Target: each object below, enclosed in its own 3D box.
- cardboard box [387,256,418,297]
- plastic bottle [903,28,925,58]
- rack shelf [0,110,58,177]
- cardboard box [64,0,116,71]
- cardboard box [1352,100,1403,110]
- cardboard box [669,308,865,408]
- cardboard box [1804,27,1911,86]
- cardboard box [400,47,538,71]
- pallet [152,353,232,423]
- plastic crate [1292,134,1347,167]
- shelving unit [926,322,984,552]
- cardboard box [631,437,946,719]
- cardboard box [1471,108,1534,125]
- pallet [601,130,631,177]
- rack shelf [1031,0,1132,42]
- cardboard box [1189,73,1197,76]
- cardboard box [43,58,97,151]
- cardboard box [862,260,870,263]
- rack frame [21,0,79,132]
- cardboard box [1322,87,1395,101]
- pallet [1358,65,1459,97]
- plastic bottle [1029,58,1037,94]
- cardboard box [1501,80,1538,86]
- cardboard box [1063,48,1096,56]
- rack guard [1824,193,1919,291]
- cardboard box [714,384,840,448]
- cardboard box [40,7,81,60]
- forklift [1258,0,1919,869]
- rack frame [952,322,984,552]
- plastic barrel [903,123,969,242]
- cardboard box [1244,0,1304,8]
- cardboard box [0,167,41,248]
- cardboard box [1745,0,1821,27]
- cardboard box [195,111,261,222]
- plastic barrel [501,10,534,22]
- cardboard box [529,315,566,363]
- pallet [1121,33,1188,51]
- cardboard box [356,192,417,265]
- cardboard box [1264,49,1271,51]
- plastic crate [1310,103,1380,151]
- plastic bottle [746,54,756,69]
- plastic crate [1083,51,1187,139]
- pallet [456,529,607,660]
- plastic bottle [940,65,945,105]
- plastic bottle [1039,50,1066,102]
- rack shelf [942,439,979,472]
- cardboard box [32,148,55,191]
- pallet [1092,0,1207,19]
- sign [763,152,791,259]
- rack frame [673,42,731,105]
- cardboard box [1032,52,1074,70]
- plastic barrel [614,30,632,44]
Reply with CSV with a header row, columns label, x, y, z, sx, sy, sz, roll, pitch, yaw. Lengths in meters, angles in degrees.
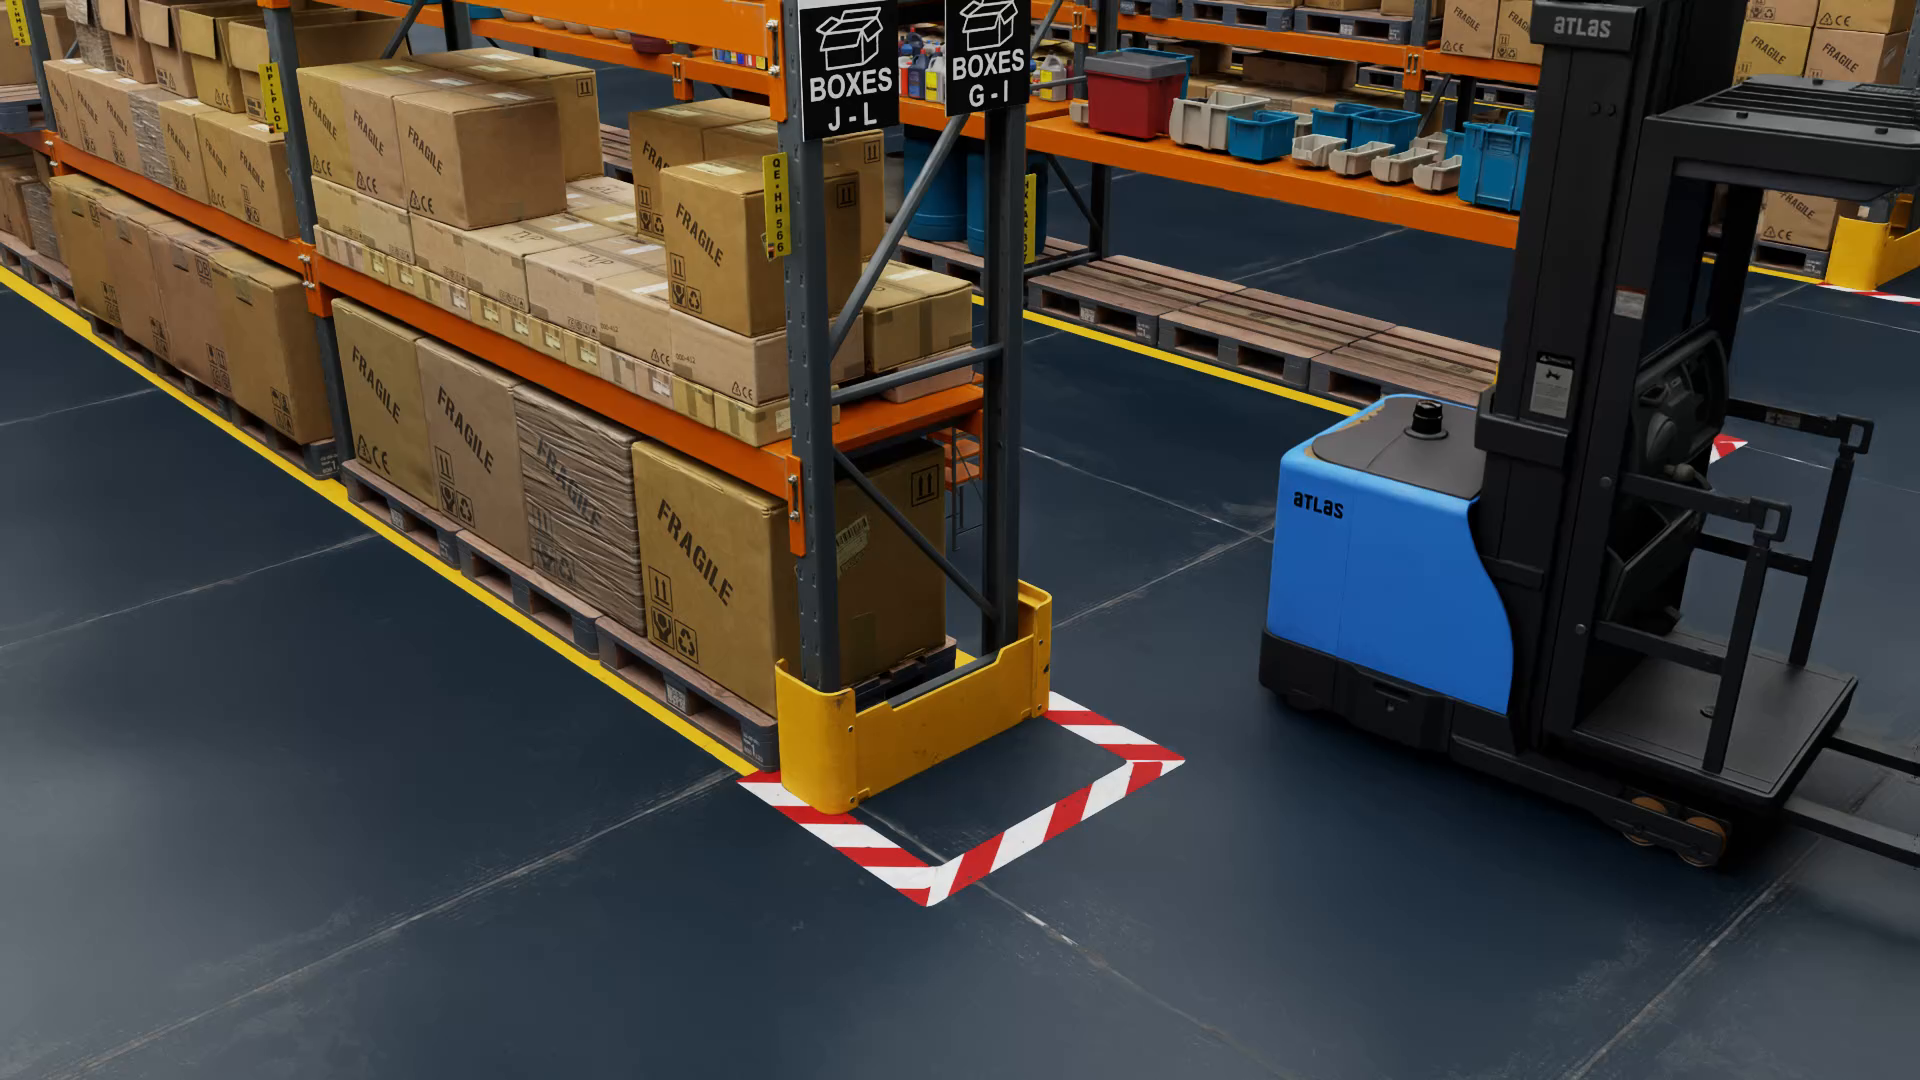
label,x,y,z,sx,sy,sz,roll,pitch,yaw
cardboard box,-2.406,-1.252,7.683,0.380,0.149,0.250,-22,33,-40
plastic bottle,-0.360,-3.879,13.198,0.144,0.351,0.185,-21,32,-38
rack shelf,-7.007,-3.279,12.691,1.077,0.370,4.000,-21,32,-38
cardboard box,-5.152,-3.276,10.489,0.797,0.503,0.637,-20,31,-37
cardboard box,3.781,-3.729,15.291,0.500,0.500,0.500,-21,32,-39
cardboard box,-0.697,-0.715,6.026,0.500,0.250,0.500,-22,32,-39
cardboard box,6.557,-3.490,12.165,0.500,0.500,0.500,-20,31,-37
cardboard box,-2.397,-2.133,8.231,0.500,0.500,0.500,-20,31,-37
pallet,-4.327,-1.102,10.411,1.003,0.211,1.213,-21,32,-38
plastic crate,2.142,-2.339,10.008,0.298,0.136,0.250,-21,32,-38
shelving unit,-0.010,-0.550,8.011,0.258,1.200,0.189,-21,32,-38
cardboard box,-0.668,0.028,6.629,0.875,0.875,0.875,-21,32,-38
cardboard box,4.924,-3.569,14.940,0.500,0.500,0.500,-21,32,-38
pallet,-3.355,-3.752,16.220,1.003,0.211,1.213,-21,32,-38
rack shelf,0.227,-6.088,18.848,1.077,0.370,4.000,-21,32,-38
cardboard box,2.058,-4.497,16.974,0.500,0.500,0.500,22,33,40
cardboard box,-5.506,-2.822,10.700,0.500,0.500,0.500,-20,31,-37
cardboard box,-0.663,-1.021,6.697,0.500,0.250,0.500,-22,32,-39
rack frame,-5.640,-3.000,11.213,1.000,3.000,0.127,-21,32,-38
cardboard box,3.802,-4.035,15.962,0.500,0.500,0.500,-21,32,-38
pallet,5.691,-5.687,20.462,1.003,0.211,1.213,-21,32,-38
plastic bottle,0.520,-3.467,12.391,0.097,0.271,0.097,0,25,0
cardboard box,6.792,-5.646,19.096,0.750,0.750,0.750,-20,31,-37
cardboard box,1.450,-5.247,18.268,0.500,0.311,0.500,-20,31,-37
rack guard,7.010,-2.272,12.627,1.175,0.500,0.348,-21,32,-38
cardboard box,-0.656,-0.477,5.984,0.380,0.149,0.250,-20,32,-38
cardboard box,-6.038,-3.389,11.439,0.500,0.500,0.500,19,31,36
forklift,2.676,-0.449,5.703,3.031,2.935,1.130,19,31,36
rack frame,0.053,-0.523,7.950,0.240,1.200,0.006,-21,32,-38
plastic barrel,-0.134,-2.814,12.827,0.600,0.901,0.708,-21,32,-38
cardboard box,3.075,-5.352,15.741,0.500,0.500,0.700,15,28,29
cardboard box,-6.894,-2.595,12.806,0.700,0.500,0.500,-18,30,-34
cardboard box,6.211,-4.096,12.289,0.500,0.500,0.500,-20,31,-37
cardboard box,-3.758,-2.050,9.010,0.500,0.500,0.500,-20,31,-37
plastic barrel,-4.265,-5.327,16.150,0.433,0.535,0.433,0,25,0
cardboard box,-1.533,-0.864,6.833,0.380,0.149,0.250,-21,32,-38
pallet,3.006,-6.924,23.173,1.003,0.211,1.213,-21,32,-38
cardboard box,-2.440,-1.487,7.718,0.500,0.250,0.500,-21,32,-39
cardboard box,4.410,-6.671,21.741,0.700,0.500,0.500,-21,32,-39
plastic crate,2.410,-2.591,10.445,0.416,0.233,0.300,-21,32,-38
plastic bottle,-1.649,-3.986,13.523,0.152,0.276,0.135,-21,32,-38
plastic crate,1.137,-2.908,10.862,0.402,0.464,0.583,-21,32,-38
pallet,-1.605,0.102,7.771,1.003,0.211,1.213,-21,32,-38
plastic bottle,-0.046,-3.276,11.966,0.152,0.276,0.135,-21,32,-38
plastic bottle,0.678,-3.382,12.109,0.144,0.351,0.185,-21,32,-38
rack shelf,-0.010,-0.401,8.079,0.258,0.103,0.180,-21,32,-38
cardboard box,-6.490,-2.757,12.257,0.500,0.250,0.500,-17,30,-33
pallet,2.108,-5.537,17.004,1.213,0.211,1.003,-21,32,-38
sign,-0.578,-1.062,5.283,0.100,0.325,0.005,-21,32,-38
rack frame,-2.025,-4.406,14.293,1.000,3.000,0.127,-21,32,-38
cardboard box,1.056,-5.094,17.933,0.500,0.311,0.500,-20,31,-37
plastic barrel,-2.884,-4.708,14.820,0.421,0.512,0.421,0,25,0
